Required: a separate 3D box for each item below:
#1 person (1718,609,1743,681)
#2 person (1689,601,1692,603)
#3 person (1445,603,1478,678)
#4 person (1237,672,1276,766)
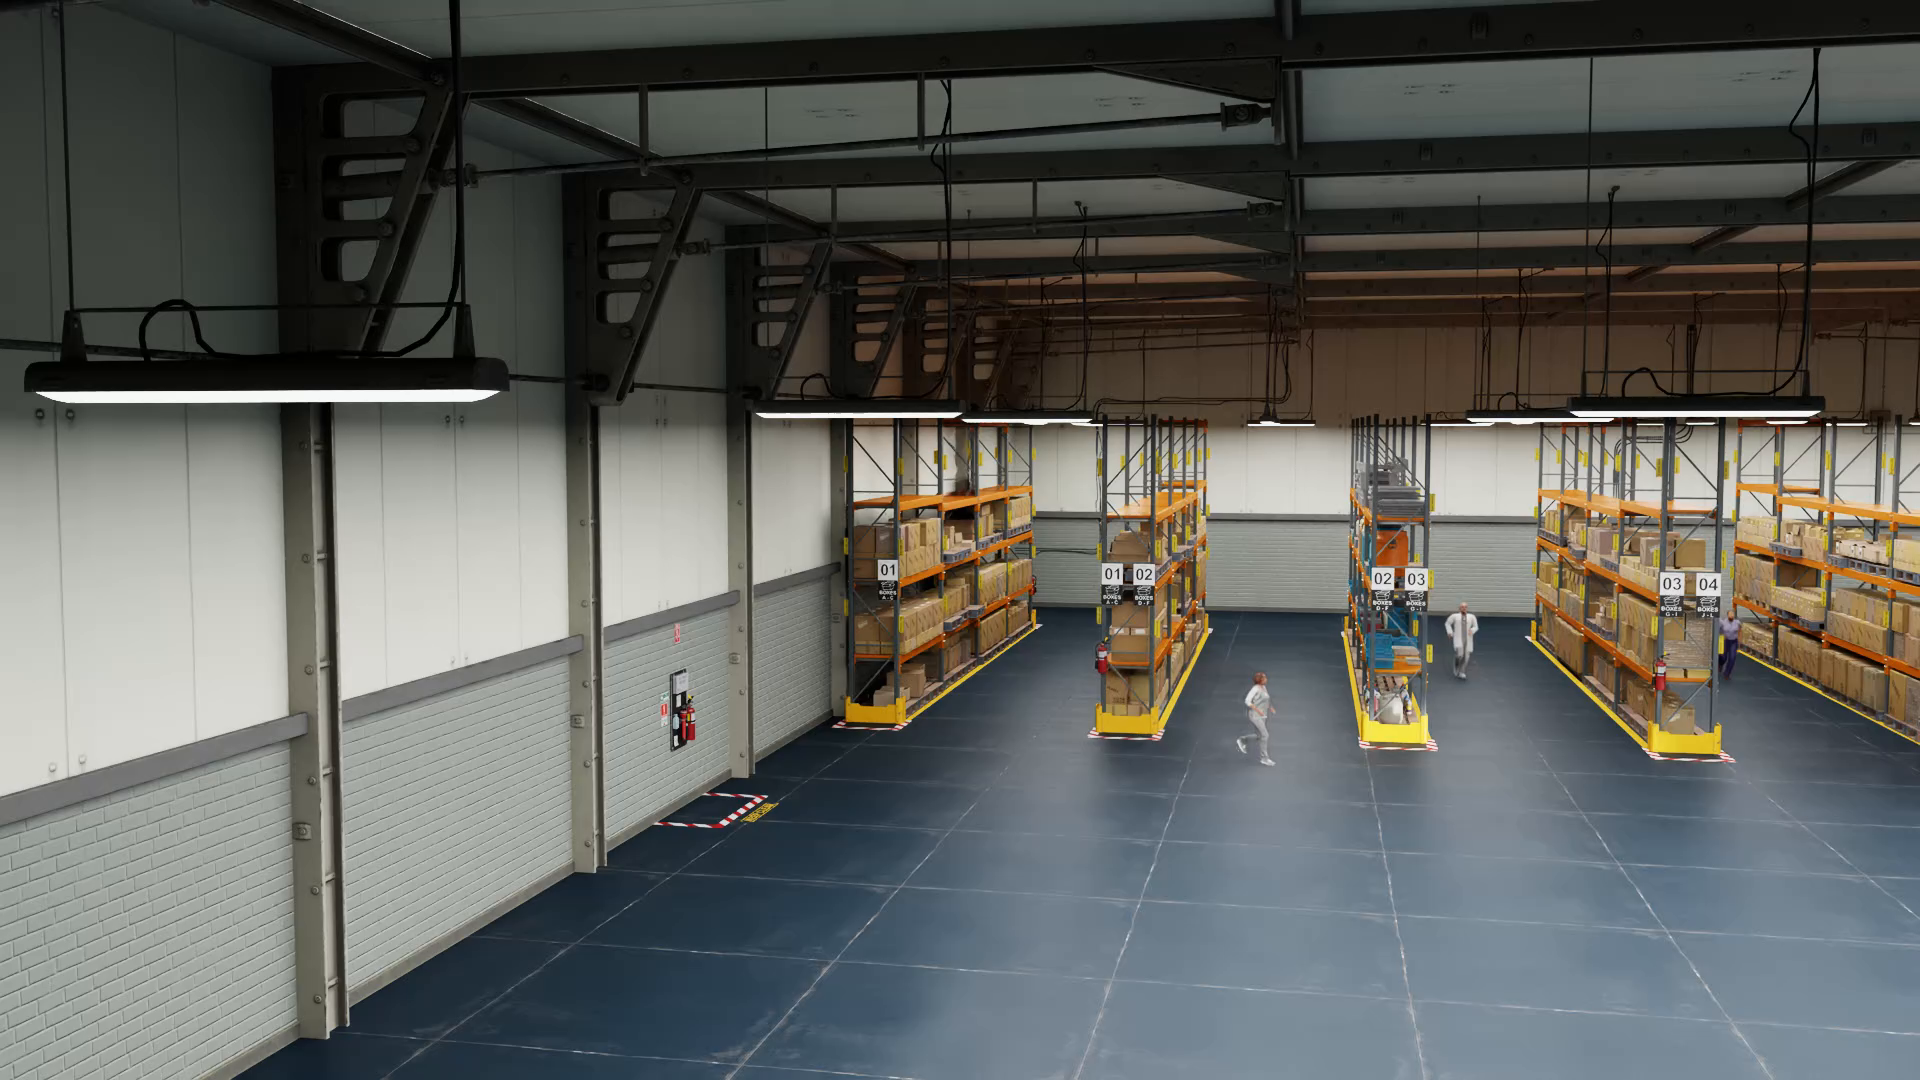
[{"bbox_3d":[17.644,2.398,38.186,0.627,1.609,0.651,1,4,10],"label":"person"},{"bbox_3d":[17.520,2.193,39.966,0.770,1.721,0.526,0,4,1],"label":"person"},{"bbox_3d":[11.539,2.309,38.147,0.704,1.737,0.643,0,4,4],"label":"person"},{"bbox_3d":[5.052,3.050,28.492,0.754,1.590,0.542,3,5,34],"label":"person"}]
